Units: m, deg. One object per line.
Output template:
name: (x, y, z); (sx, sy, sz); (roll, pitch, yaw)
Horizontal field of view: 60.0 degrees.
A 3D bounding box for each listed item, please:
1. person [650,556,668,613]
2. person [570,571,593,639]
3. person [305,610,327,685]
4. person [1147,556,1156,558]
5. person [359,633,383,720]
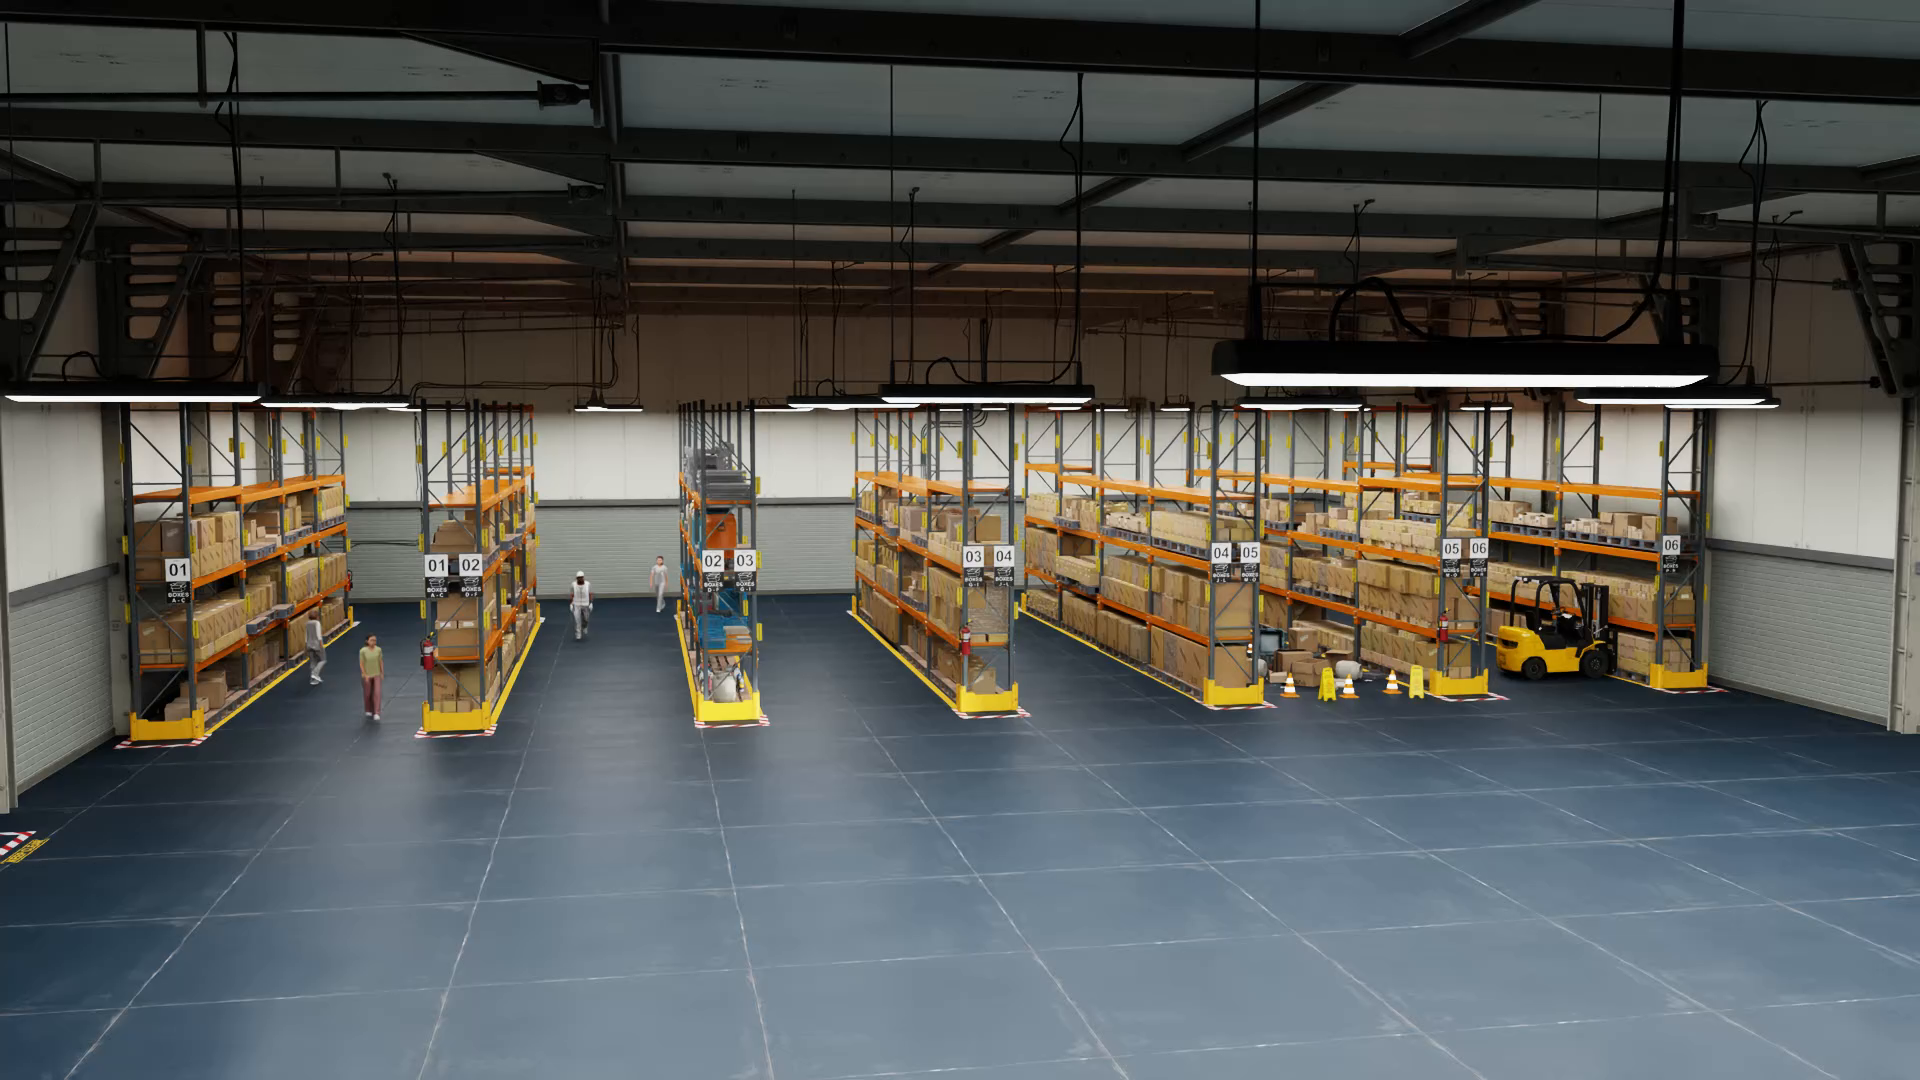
person: (-8.714, 1.272, 48.132); (0.438, 1.623, 1.023); (1, 4, 9)
person: (-9.673, 1.646, 42.483); (0.571, 1.739, 1.009); (-1, 4, -15)
person: (-13.671, 2.273, 35.144); (0.450, 1.592, 0.448); (1, 4, 14)
person: (5.477, 1.274, 47.475); (0.413, 1.790, 0.579); (2, 5, 28)
person: (-11.016, 2.548, 31.158); (0.451, 1.606, 1.009); (-2, 5, -27)
